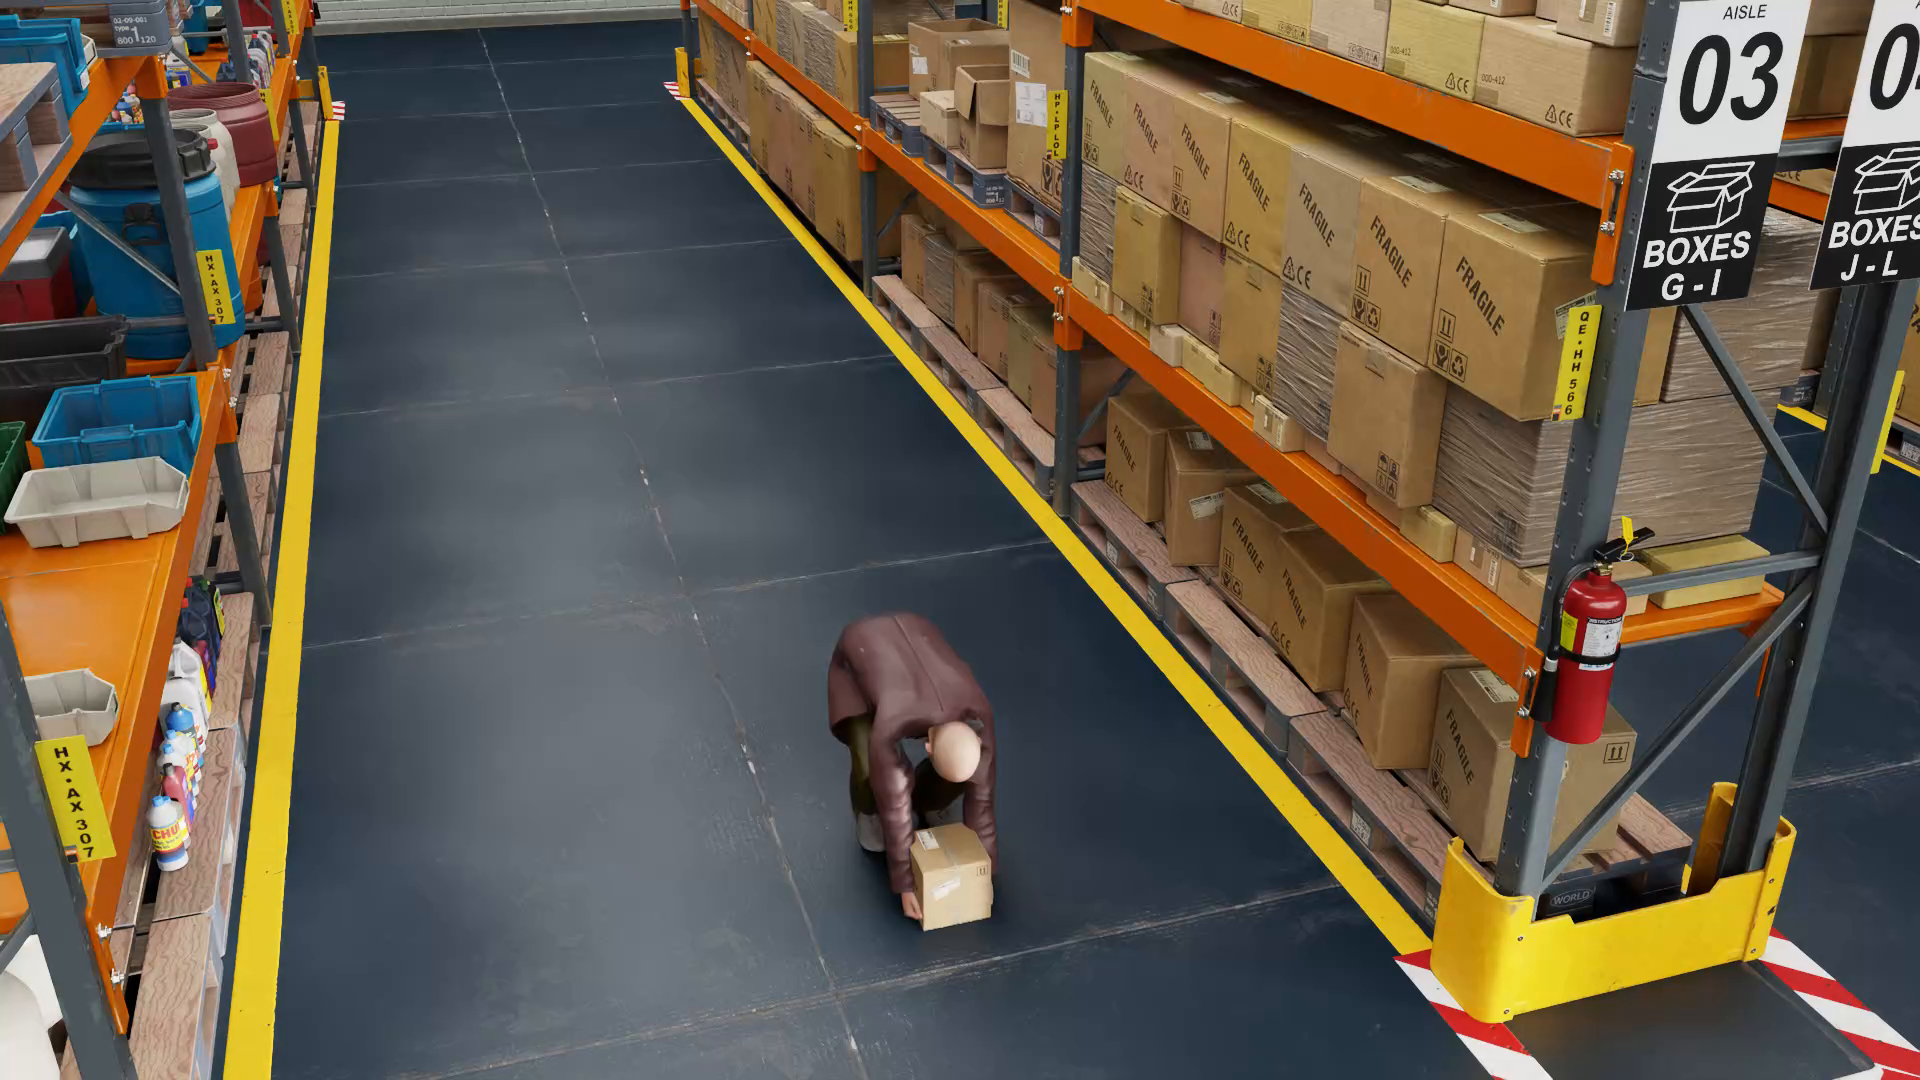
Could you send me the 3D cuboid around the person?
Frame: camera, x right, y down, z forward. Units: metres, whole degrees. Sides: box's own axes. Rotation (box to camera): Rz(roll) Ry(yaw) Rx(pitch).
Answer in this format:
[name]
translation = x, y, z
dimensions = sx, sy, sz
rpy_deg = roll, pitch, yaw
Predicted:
[person]
translation = -0.164, 0.773, 6.089
dimensions = 0.585, 0.897, 0.953
rpy_deg = -9, 27, -18
